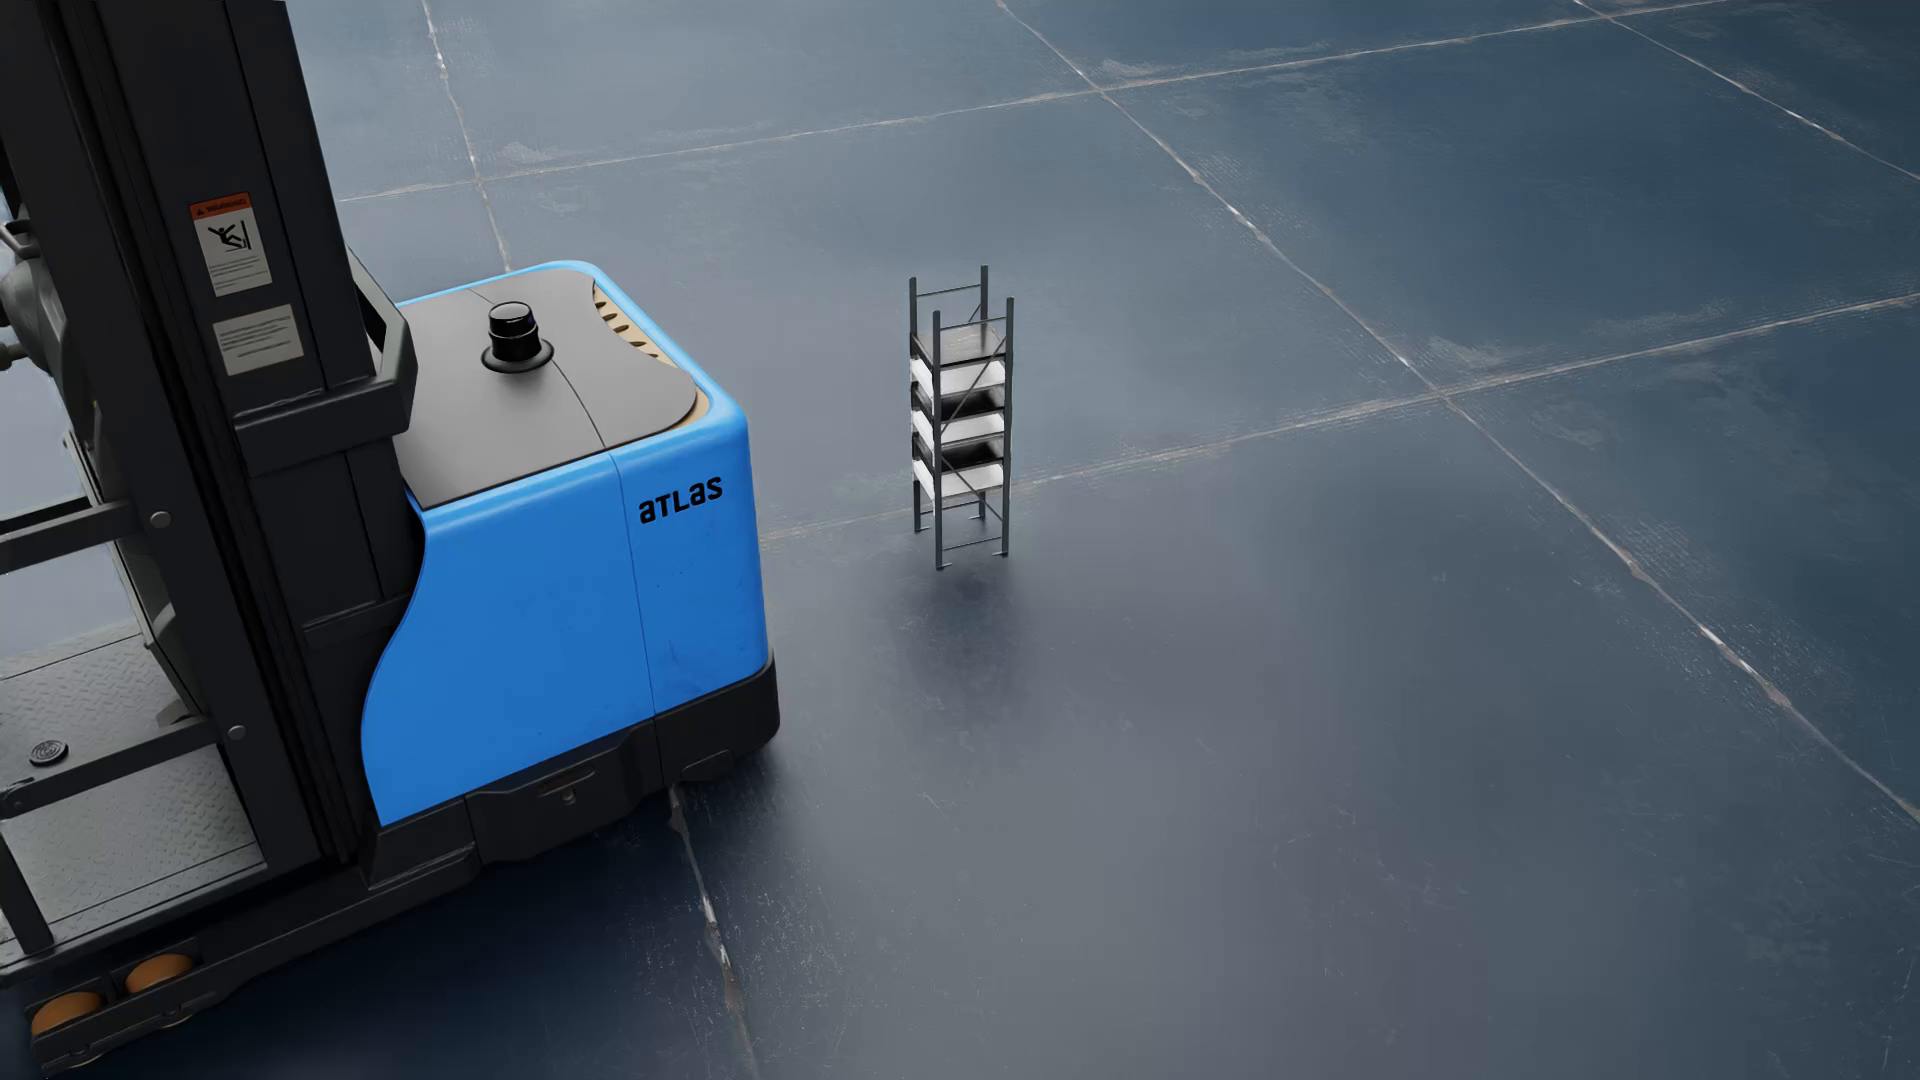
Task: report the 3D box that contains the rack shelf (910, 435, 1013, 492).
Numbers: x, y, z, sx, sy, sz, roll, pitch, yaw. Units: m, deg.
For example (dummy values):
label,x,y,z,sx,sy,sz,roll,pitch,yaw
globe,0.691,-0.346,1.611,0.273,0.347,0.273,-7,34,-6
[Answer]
label,x,y,z,sx,sy,sz,roll,pitch,yaw
rack shelf,0.003,-0.256,5.047,0.258,0.077,0.200,-12,39,-16

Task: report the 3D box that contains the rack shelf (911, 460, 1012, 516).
label,x,y,z,sx,sy,sz,roll,pitch,yaw
rack shelf,0.003,-0.184,5.102,0.258,0.077,0.200,-12,39,-16

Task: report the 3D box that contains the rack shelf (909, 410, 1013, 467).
label,x,y,z,sx,sy,sz,roll,pitch,yaw
rack shelf,0.003,-0.328,4.993,0.258,0.077,0.200,-12,39,-16

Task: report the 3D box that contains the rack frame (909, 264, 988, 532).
label,x,y,z,sx,sy,sz,roll,pitch,yaw
rack frame,-0.032,-0.412,5.049,0.240,0.900,0.006,-12,39,-16

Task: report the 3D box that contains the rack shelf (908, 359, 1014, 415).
label,x,y,z,sx,sy,sz,roll,pitch,yaw
rack shelf,0.003,-0.472,4.885,0.258,0.077,0.200,-12,39,-16

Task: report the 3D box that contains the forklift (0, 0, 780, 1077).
label,x,y,z,sx,sy,sz,roll,pitch,yaw
forklift,-1.998,-0.365,3.298,3.031,2.935,1.130,-21,42,-26

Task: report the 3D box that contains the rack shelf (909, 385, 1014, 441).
label,x,y,z,sx,sy,sz,roll,pitch,yaw
rack shelf,0.003,-0.400,4.939,0.258,0.077,0.200,-12,39,-16

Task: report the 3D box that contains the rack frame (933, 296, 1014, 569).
label,x,y,z,sx,sy,sz,roll,pitch,yaw
rack frame,0.038,-0.297,4.897,0.240,0.900,0.006,-12,39,-16

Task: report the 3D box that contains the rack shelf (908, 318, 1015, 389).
label,x,y,z,sx,sy,sz,roll,pitch,yaw
rack shelf,0.003,-0.544,4.831,0.258,0.077,0.200,-12,39,-16

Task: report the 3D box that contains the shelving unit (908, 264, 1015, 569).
label,x,y,z,sx,sy,sz,roll,pitch,yaw
shelving unit,0.003,-0.355,4.973,0.258,0.900,0.210,-12,39,-16
